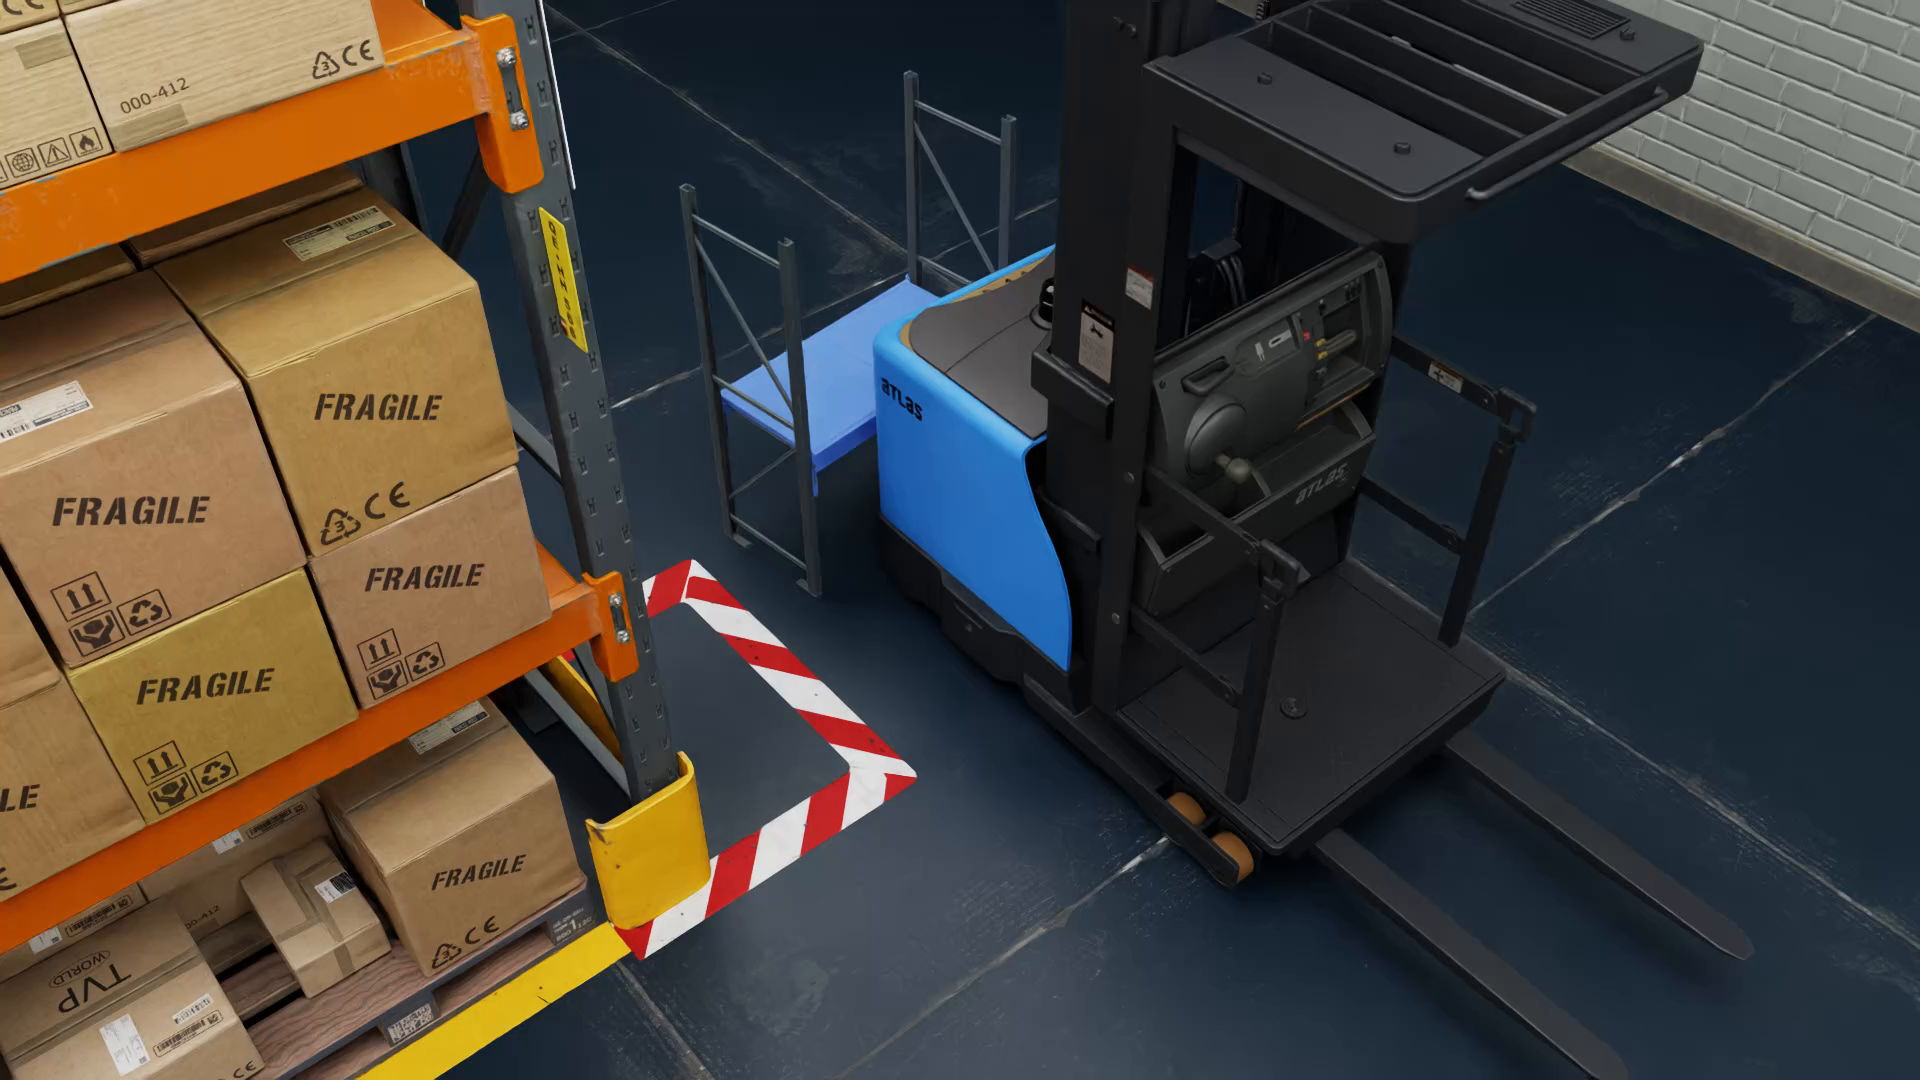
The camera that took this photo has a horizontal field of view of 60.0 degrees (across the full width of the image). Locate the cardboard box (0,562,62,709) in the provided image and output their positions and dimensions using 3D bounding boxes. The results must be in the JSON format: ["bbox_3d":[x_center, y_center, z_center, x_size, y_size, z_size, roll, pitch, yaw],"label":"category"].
[{"bbox_3d":[-2.138,0.074,3.177,0.500,0.500,0.500,-28,50,-27],"label":"cardboard box"}]

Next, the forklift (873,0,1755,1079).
[{"bbox_3d":[1.025,-0.402,4.537,1.130,2.935,3.031,-30,51,-28],"label":"forklift"}]

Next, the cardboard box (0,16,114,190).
[{"bbox_3d":[-1.807,-0.779,2.806,0.500,0.250,0.500,-30,51,-28],"label":"cardboard box"}]

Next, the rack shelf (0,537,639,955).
[{"bbox_3d":[-2.726,0.823,3.708,4.000,0.370,1.077,-30,51,-28],"label":"rack shelf"}]

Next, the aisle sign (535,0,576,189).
[{"bbox_3d":[-0.943,-1.135,3.368,0.004,0.787,0.394,-30,51,-28],"label":"aisle sign"}]

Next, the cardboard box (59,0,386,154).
[{"bbox_3d":[-1.417,-0.992,3.034,0.500,0.250,0.500,-30,51,-28],"label":"cardboard box"}]

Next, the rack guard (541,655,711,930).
[{"bbox_3d":[-1.250,0.627,5.217,0.348,0.500,1.175,-30,51,-28],"label":"rack guard"}]

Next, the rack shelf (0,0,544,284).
[{"bbox_3d":[-2.726,-0.271,2.681,4.000,0.370,1.077,-30,51,-28],"label":"rack shelf"}]

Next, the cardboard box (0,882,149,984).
[{"bbox_3d":[-2.558,1.053,4.625,0.500,0.250,0.500,-30,51,-28],"label":"cardboard box"}]

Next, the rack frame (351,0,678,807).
[{"bbox_3d":[-1.192,-0.318,4.397,0.127,3.000,1.000,-30,51,-28],"label":"rack frame"}]

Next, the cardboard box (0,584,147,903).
[{"bbox_3d":[-2.143,0.431,3.527,0.500,0.500,0.500,-29,51,-28],"label":"cardboard box"}]

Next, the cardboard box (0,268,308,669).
[{"bbox_3d":[-1.744,-0.156,3.422,0.500,0.500,0.500,-28,50,-27],"label":"cardboard box"}]

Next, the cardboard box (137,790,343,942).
[{"bbox_3d":[-2.174,0.834,4.858,0.500,0.250,0.500,-30,51,-28],"label":"cardboard box"}]

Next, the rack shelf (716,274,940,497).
[{"bbox_3d":[-0.348,-0.583,6.038,0.538,0.185,1.000,32,52,30],"label":"rack shelf"}]

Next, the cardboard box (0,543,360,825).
[{"bbox_3d":[-1.756,0.215,3.757,0.500,0.500,0.500,-29,51,-28],"label":"cardboard box"}]

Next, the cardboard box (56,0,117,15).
[{"bbox_3d":[-1.422,-1.179,2.868,0.500,0.250,0.500,-30,51,-28],"label":"cardboard box"}]

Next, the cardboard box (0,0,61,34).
[{"bbox_3d":[-1.806,-0.959,2.634,0.500,0.250,0.500,-30,51,-28],"label":"cardboard box"}]

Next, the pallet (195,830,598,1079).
[{"bbox_3d":[-1.861,1.083,4.943,1.213,0.211,1.003,-30,51,-28],"label":"pallet"}]

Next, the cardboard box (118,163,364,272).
[{"bbox_3d":[-1.701,-0.662,3.961,0.500,0.500,0.500,-28,50,-27],"label":"cardboard box"}]

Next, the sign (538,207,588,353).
[{"bbox_3d":[-0.851,-0.555,3.573,0.005,0.325,0.100,-30,51,-28],"label":"sign"}]

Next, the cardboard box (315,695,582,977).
[{"bbox_3d":[-1.451,0.801,4.710,0.500,0.500,0.500,-30,51,-28],"label":"cardboard box"}]

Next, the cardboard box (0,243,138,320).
[{"bbox_3d":[-2.097,-0.429,3.712,0.500,0.500,0.500,-29,51,-27],"label":"cardboard box"}]

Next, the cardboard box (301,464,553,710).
[{"bbox_3d":[-1.361,-0.015,4.001,0.500,0.500,0.500,-28,50,-27],"label":"cardboard box"}]

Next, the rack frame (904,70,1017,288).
[{"bbox_3d":[-0.003,-0.970,6.187,0.500,1.500,0.032,32,52,30],"label":"rack frame"}]

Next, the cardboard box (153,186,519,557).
[{"bbox_3d":[-1.357,-0.379,3.659,0.500,0.500,0.500,-30,51,-28],"label":"cardboard box"}]

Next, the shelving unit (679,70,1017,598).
[{"bbox_3d":[-0.348,-0.714,5.915,0.538,1.500,1.048,32,52,30],"label":"shelving unit"}]

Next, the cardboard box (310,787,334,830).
[{"bbox_3d":[-1.925,0.668,5.096,0.250,0.166,0.380,-30,51,-28],"label":"cardboard box"}]

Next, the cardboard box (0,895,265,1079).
[{"bbox_3d":[-2.199,1.294,4.368,0.500,0.250,0.500,-30,51,-28],"label":"cardboard box"}]

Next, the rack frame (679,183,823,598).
[{"bbox_3d":[-0.693,-0.459,5.643,0.500,1.500,0.032,32,52,30],"label":"rack frame"}]

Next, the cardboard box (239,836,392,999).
[{"bbox_3d":[-1.819,1.053,4.686,0.250,0.166,0.380,-30,51,-28],"label":"cardboard box"}]

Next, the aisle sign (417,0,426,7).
[{"bbox_3d":[-1.328,-1.450,3.703,0.004,0.787,0.394,-30,51,-28],"label":"aisle sign"}]

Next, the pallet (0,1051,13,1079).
[{"bbox_3d":[-2.796,1.616,4.376,1.213,0.211,1.003,-30,51,-28],"label":"pallet"}]
